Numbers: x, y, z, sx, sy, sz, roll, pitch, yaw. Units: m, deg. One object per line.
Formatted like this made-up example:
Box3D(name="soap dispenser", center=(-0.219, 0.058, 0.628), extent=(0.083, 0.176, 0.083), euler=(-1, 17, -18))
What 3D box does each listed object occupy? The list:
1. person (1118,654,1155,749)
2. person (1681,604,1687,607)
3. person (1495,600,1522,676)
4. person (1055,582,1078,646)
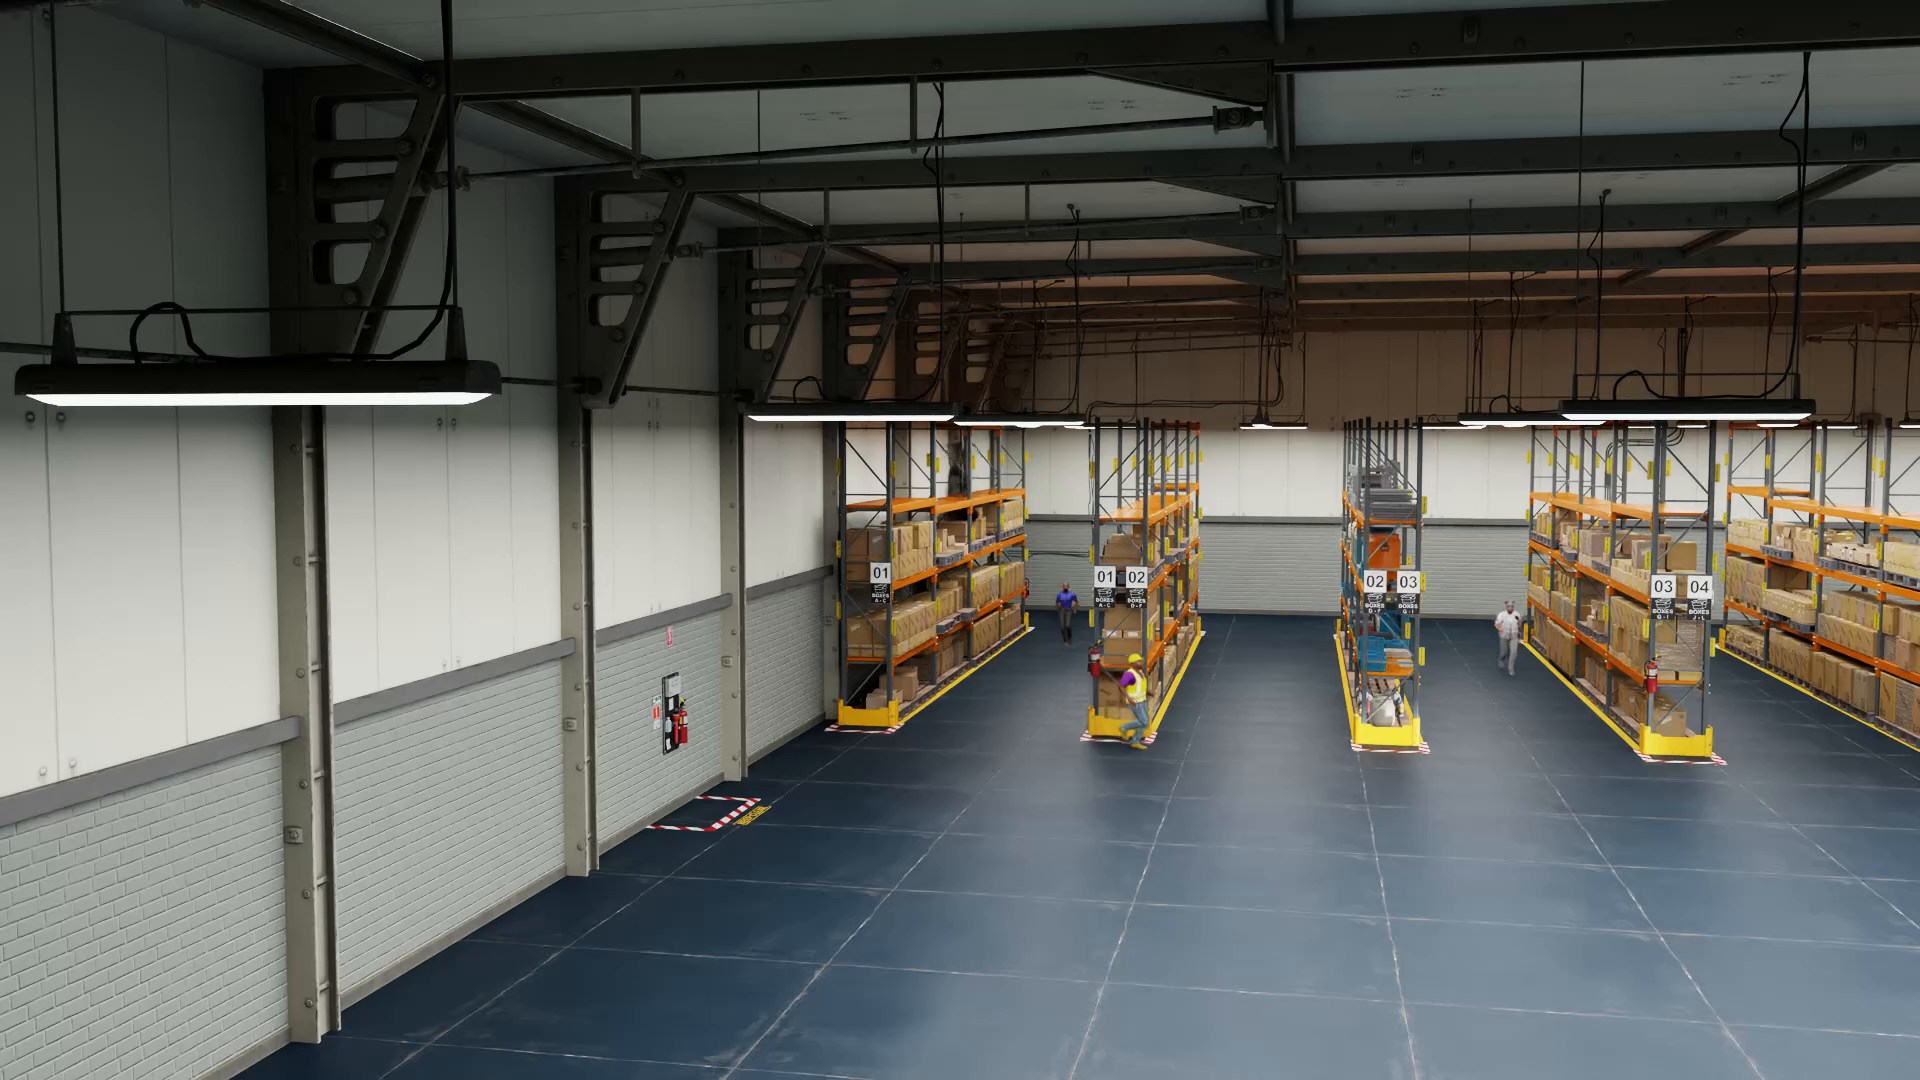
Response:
Box3D(name="person", center=(3.180, 2.920, 30.099), extent=(0.591, 1.728, 0.719), euler=(2, 4, 32))
Box3D(name="person", center=(19.460, 2.016, 44.608), extent=(0.532, 1.678, 0.675), euler=(3, 4, 34))
Box3D(name="person", center=(13.024, 2.288, 39.477), extent=(0.652, 1.760, 0.893), euler=(0, 4, 6))
Box3D(name="person", center=(2.692, 1.886, 42.225), extent=(0.562, 1.638, 0.556), euler=(1, 4, 12))
